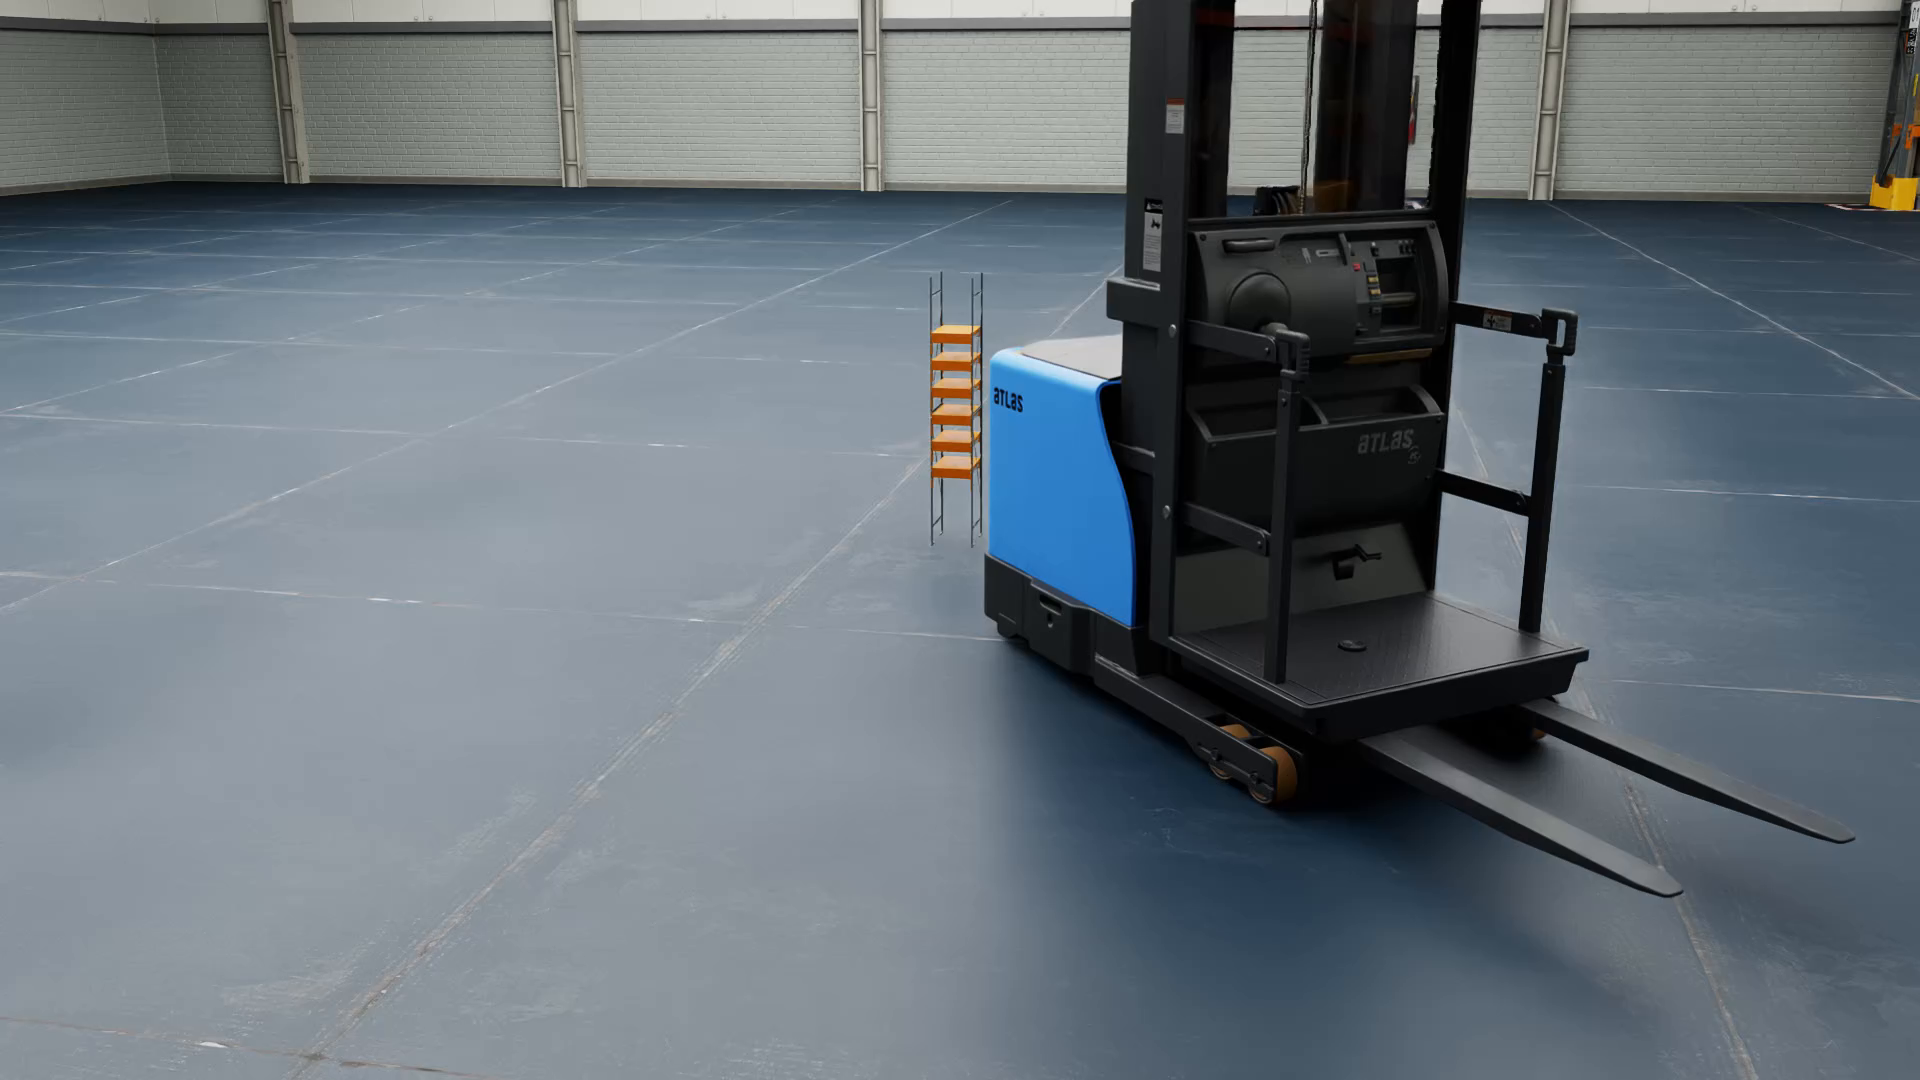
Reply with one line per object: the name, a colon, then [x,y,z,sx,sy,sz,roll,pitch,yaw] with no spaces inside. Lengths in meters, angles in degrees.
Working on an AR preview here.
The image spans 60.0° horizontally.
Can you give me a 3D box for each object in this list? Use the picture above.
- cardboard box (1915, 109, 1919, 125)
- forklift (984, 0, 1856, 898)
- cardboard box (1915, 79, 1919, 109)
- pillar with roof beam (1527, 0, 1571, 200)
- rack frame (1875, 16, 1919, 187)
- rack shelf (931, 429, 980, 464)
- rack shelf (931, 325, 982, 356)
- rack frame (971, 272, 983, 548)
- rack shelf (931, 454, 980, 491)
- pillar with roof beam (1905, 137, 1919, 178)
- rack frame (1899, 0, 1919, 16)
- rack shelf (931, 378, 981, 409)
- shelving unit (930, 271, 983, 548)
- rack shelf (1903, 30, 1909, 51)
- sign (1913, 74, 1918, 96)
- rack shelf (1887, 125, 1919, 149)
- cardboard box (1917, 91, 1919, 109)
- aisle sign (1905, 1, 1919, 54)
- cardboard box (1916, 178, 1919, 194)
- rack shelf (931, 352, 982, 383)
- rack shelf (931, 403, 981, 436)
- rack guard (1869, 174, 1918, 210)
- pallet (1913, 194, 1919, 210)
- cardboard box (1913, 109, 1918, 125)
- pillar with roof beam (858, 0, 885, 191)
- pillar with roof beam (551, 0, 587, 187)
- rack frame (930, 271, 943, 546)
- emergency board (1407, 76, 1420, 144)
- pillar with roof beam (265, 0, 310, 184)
cardboard box: [15.555,-6.711,26.415,0.500,0.250,0.500,3,16,9]
forklift: [1.215,-0.785,4.905,1.130,2.935,3.031,-8,17,-26]
cardboard box: [15.645,-7.212,26.819,0.500,0.500,0.500,3,16,10]
pillar with roof beam: [9.261,-9.156,23.760,0.400,9.000,9.100,3,16,11]
rack frame: [15.140,-6.883,26.791,0.127,3.000,1.000,3,16,11]
rack shelf: [-0.014,-0.421,7.450,0.180,0.103,0.258,3,16,11]
rack shelf: [-0.014,-0.883,7.321,0.180,0.103,0.258,3,16,11]
rack frame: [0.075,-0.574,7.388,0.006,1.200,0.240,3,16,11]
rack shelf: [-0.014,-0.305,7.482,0.180,0.103,0.258,3,16,11]
pillar with roof beam: [15.141,-8.837,22.607,0.400,9.000,9.100,3,16,11]
rack frame: [15.140,-9.774,25.991,0.127,3.000,1.000,3,16,11]
rack shelf: [-0.014,-0.652,7.385,0.180,0.103,0.258,3,16,11]
shelving unit: [-0.014,-0.579,7.406,0.189,1.200,0.258,3,16,11]
rack shelf: [17.100,-7.875,26.103,4.000,0.370,1.077,3,16,11]
sign: [15.033,-7.158,26.163,0.005,0.325,0.100,3,16,11]
rack shelf: [17.100,-6.430,26.503,4.000,0.370,1.077,3,16,11]
cardboard box: [15.548,-7.078,26.333,0.500,0.500,0.500,3,16,11]
aisle sign: [15.010,-8.061,26.175,0.004,0.787,0.394,3,16,11]
cardboard box: [15.801,-5.739,26.874,0.500,0.311,0.500,1,16,5]
rack shelf: [-0.014,-0.767,7.353,0.180,0.103,0.258,3,16,11]
rack shelf: [-0.014,-0.536,7.418,0.180,0.103,0.258,3,16,11]
rack guard: [15.215,-5.674,27.110,0.348,0.500,1.175,3,16,11]
pallet: [16.004,-5.482,26.960,1.213,0.211,1.003,3,16,11]
cardboard box: [15.637,-6.846,26.902,0.500,0.250,0.500,3,16,12]
pillar with roof beam: [-2.498,-9.794,26.064,0.400,9.000,9.100,3,16,11]
pillar with roof beam: [-8.378,-10.114,27.216,0.400,9.000,9.100,3,16,11]
rack frame: [-0.104,-0.584,7.423,0.006,1.200,0.240,3,16,11]
emergency board: [7.705,-7.532,29.137,0.643,1.169,0.194,3,16,11]
pillar with roof beam: [-14.257,-10.433,28.369,0.400,9.000,9.100,3,16,11]
